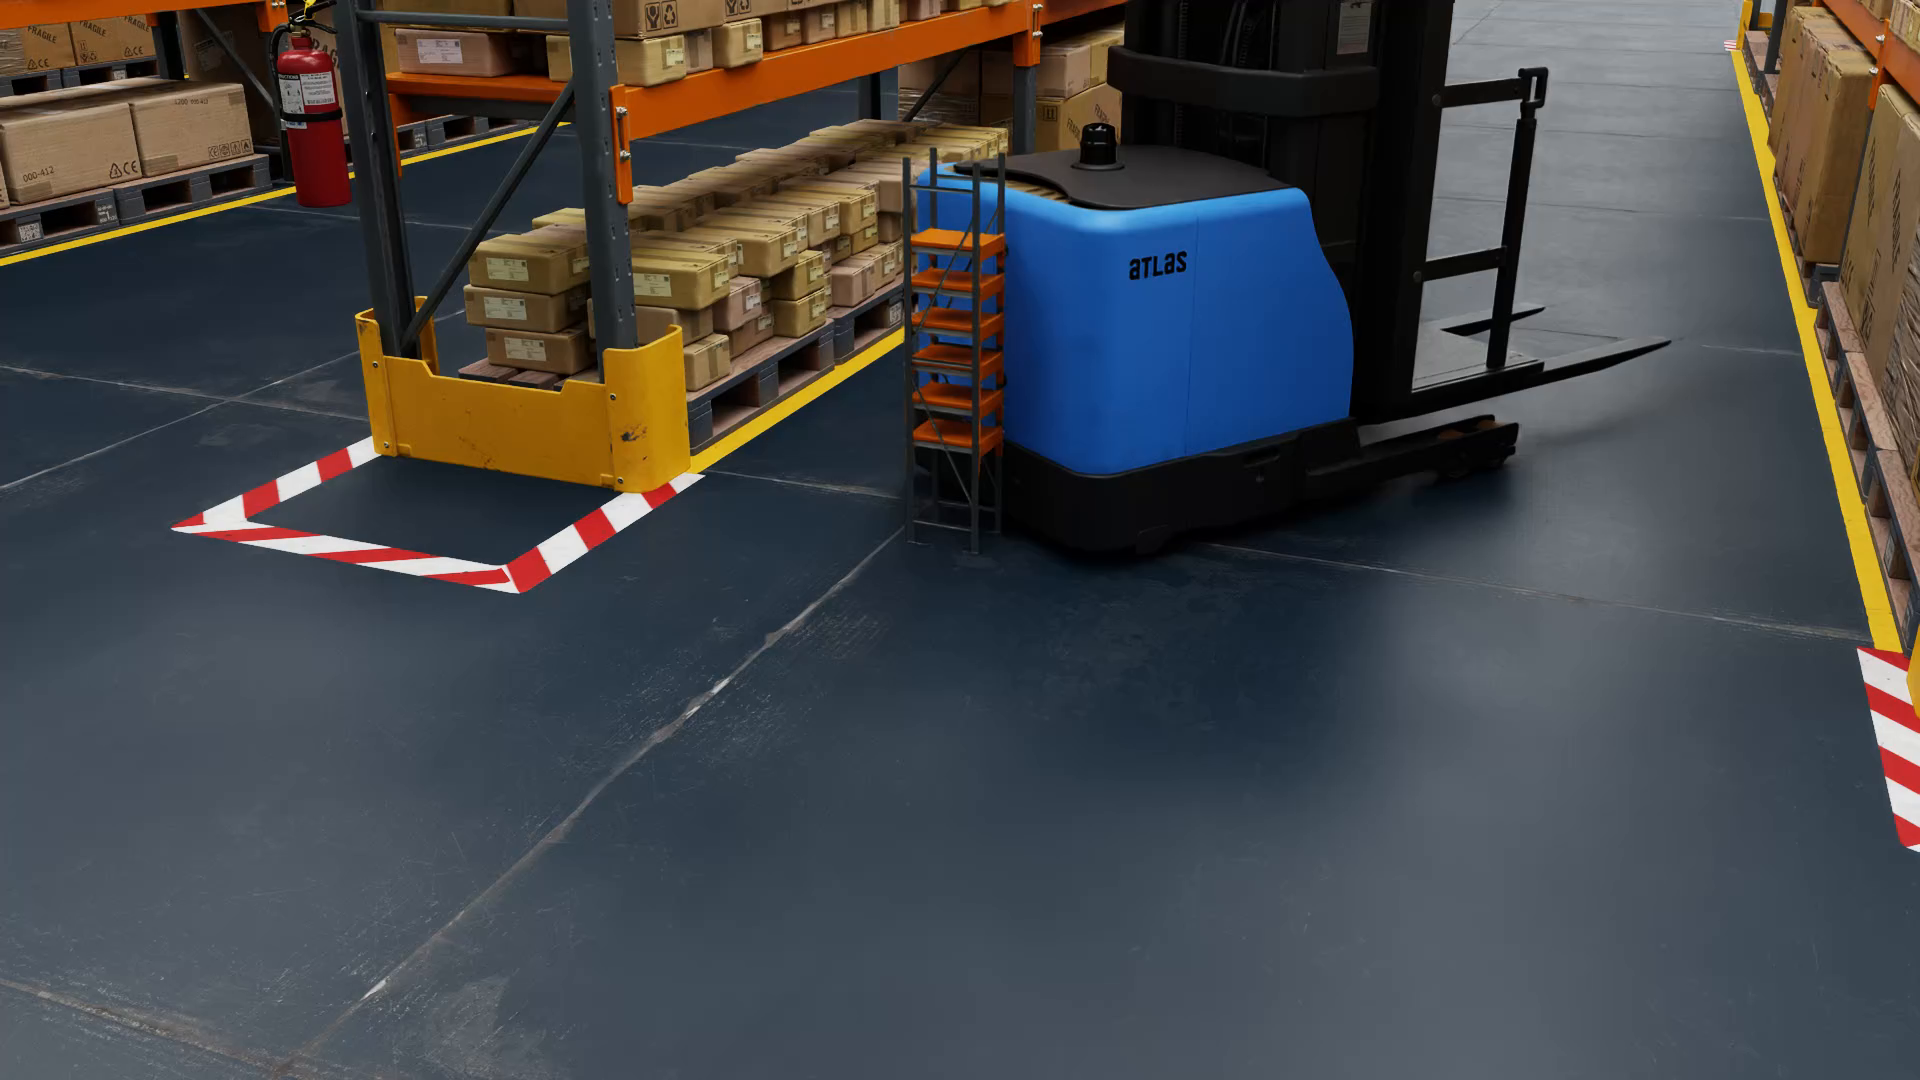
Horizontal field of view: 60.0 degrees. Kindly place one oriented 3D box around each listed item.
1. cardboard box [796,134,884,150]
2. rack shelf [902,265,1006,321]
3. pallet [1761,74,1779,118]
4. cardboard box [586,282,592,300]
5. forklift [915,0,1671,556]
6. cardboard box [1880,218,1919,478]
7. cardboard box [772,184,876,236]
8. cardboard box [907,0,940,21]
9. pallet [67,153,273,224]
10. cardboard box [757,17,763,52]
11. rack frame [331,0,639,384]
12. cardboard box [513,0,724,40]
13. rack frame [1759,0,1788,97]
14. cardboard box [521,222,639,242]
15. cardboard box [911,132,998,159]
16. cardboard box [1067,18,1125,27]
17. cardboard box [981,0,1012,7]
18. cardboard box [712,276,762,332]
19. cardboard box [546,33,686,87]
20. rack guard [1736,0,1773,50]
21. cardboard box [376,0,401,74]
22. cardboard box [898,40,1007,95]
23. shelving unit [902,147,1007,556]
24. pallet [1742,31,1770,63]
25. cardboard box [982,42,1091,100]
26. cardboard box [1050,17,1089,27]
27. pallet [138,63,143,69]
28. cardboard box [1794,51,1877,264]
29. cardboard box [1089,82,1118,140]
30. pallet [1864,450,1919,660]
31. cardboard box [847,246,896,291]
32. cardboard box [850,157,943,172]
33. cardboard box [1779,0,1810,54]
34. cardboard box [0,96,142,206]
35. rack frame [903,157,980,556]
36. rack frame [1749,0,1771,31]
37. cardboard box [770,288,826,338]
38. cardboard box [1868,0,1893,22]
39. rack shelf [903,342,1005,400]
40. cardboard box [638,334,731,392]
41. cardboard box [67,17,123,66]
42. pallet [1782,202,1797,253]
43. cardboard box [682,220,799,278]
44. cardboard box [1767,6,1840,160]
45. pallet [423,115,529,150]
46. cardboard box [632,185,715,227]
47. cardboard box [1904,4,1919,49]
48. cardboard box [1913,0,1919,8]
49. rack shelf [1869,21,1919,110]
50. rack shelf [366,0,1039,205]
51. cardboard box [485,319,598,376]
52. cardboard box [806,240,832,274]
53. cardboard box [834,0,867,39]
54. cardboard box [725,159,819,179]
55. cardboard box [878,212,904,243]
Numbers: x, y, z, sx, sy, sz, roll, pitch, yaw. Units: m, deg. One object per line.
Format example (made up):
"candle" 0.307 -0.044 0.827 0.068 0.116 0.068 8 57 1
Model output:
"cardboard box" -0.605 -1.954 8.418 0.380 0.149 0.250 8 24 19
"rack shelf" -0.016 -0.737 4.950 0.258 0.103 0.180 10 25 22
"pallet" 7.172 -3.634 13.675 1.003 0.211 1.213 9 24 20
"cardboard box" -1.487 -0.982 6.478 0.380 0.149 0.250 8 24 19
"forklift" 1.359 -1.722 5.571 3.031 2.935 1.130 -14 27 -30
"cardboard box" 3.504 -0.684 5.208 0.875 0.875 0.875 9 24 20
"cardboard box" -0.585 -1.417 7.132 0.380 0.149 0.250 9 24 21
"cardboard box" -0.309 -2.446 7.540 0.380 0.149 0.250 8 24 18
"pallet" -5.068 -2.207 10.261 1.003 0.211 1.213 9 24 20
"cardboard box" -0.966 -1.902 6.238 0.380 0.149 0.250 10 25 23
"rack frame" -1.565 -1.651 5.311 1.000 3.000 0.127 9 24 20
"cardboard box" -1.142 -1.956 5.524 0.500 0.500 0.500 10 25 23
"rack frame" 7.460 -5.199 13.805 1.000 3.000 0.127 9 24 20
"cardboard box" -1.457 -1.111 6.401 0.380 0.149 0.250 9 24 21
"cardboard box" -0.028 -1.974 8.465 0.380 0.149 0.250 9 24 21
"cardboard box" 1.015 -3.256 10.879 0.500 0.250 0.500 9 24 21
"cardboard box" 0.037 -2.723 8.203 0.380 0.149 0.250 8 24 19
"cardboard box" -0.978 -0.907 6.298 0.380 0.149 0.250 9 24 20
"cardboard box" -1.141 -1.604 5.525 0.380 0.149 0.250 9 24 20
"rack guard" 8.917 -5.450 17.649 1.175 0.500 0.348 9 24 20
"cardboard box" -4.229 -3.526 12.012 0.875 0.875 0.875 10 24 22
"cardboard box" -0.038 -2.772 9.719 0.500 0.250 0.500 8 24 19
"shelving unit" -0.016 -0.556 5.025 0.258 1.200 0.189 10 25 22
"pallet" 8.583 -5.031 17.020 1.003 0.211 1.213 9 24 20
"cardboard box" 0.440 -2.696 9.537 0.500 0.250 0.500 8 24 18
"cardboard box" 0.541 -3.331 11.059 0.500 0.250 0.500 9 24 20
"pallet" -7.495 -4.898 16.702 1.003 0.211 1.213 9 24 20
"cardboard box" 4.707 -1.782 7.835 1.225 0.875 0.875 9 24 20
"cardboard box" 0.636 -2.539 10.135 0.500 0.500 0.500 10 25 22
"pallet" 3.227 0.085 4.774 1.003 0.211 1.213 9 24 20
"cardboard box" -0.511 -1.227 7.449 0.380 0.149 0.250 9 24 20
"cardboard box" -0.298 -1.692 7.790 0.380 0.149 0.250 8 24 17
"cardboard box" 8.009 -4.816 15.587 0.500 0.500 0.500 7 24 15
"cardboard box" -5.378 -2.237 9.493 0.875 0.438 0.875 8 24 18
"rack frame" -0.054 -0.524 4.948 0.240 1.200 0.006 10 25 22
"rack frame" 8.946 -6.630 17.232 1.000 3.000 0.127 9 24 20
"cardboard box" -0.770 -0.942 6.768 0.380 0.149 0.250 9 24 21
"cardboard box" 4.408 -2.589 7.426 0.500 0.500 0.500 9 24 20
"rack shelf" -0.016 -0.515 5.042 0.258 0.103 0.180 10 25 22
"cardboard box" -1.073 -0.671 6.119 0.380 0.149 0.250 9 24 21
"cardboard box" -7.990 -4.576 15.013 0.500 0.500 0.500 8 24 19
"pallet" 5.156 -1.775 9.225 1.003 0.211 1.213 9 24 20
"cardboard box" -0.852 -1.130 6.447 0.380 0.149 0.250 9 24 20
"cardboard box" 5.698 -2.737 10.123 1.225 0.875 0.875 8 24 18
"pallet" -4.045 -3.193 12.621 1.003 0.211 1.213 9 24 20
"cardboard box" -1.276 -1.410 7.116 0.380 0.149 0.250 10 25 22
"cardboard box" 3.875 -1.974 6.409 0.380 0.149 0.250 10 25 22
"cardboard box" 3.881 -2.096 6.186 0.500 0.250 0.500 9 24 20
"rack shelf" 3.745 -1.289 5.377 1.077 0.370 4.000 9 24 20
"rack shelf" -0.822 -2.035 7.163 1.077 0.370 4.000 9 24 20
"cardboard box" -1.563 -0.748 6.302 0.380 0.149 0.250 9 24 21
"cardboard box" -0.763 -1.192 6.981 0.380 0.149 0.250 8 24 18
"cardboard box" -0.608 -2.170 6.879 0.380 0.149 0.250 10 25 22
"cardboard box" -0.876 -1.669 7.735 0.380 0.149 0.250 8 24 18
"cardboard box" -0.452 -1.480 7.670 0.380 0.149 0.250 8 24 18
